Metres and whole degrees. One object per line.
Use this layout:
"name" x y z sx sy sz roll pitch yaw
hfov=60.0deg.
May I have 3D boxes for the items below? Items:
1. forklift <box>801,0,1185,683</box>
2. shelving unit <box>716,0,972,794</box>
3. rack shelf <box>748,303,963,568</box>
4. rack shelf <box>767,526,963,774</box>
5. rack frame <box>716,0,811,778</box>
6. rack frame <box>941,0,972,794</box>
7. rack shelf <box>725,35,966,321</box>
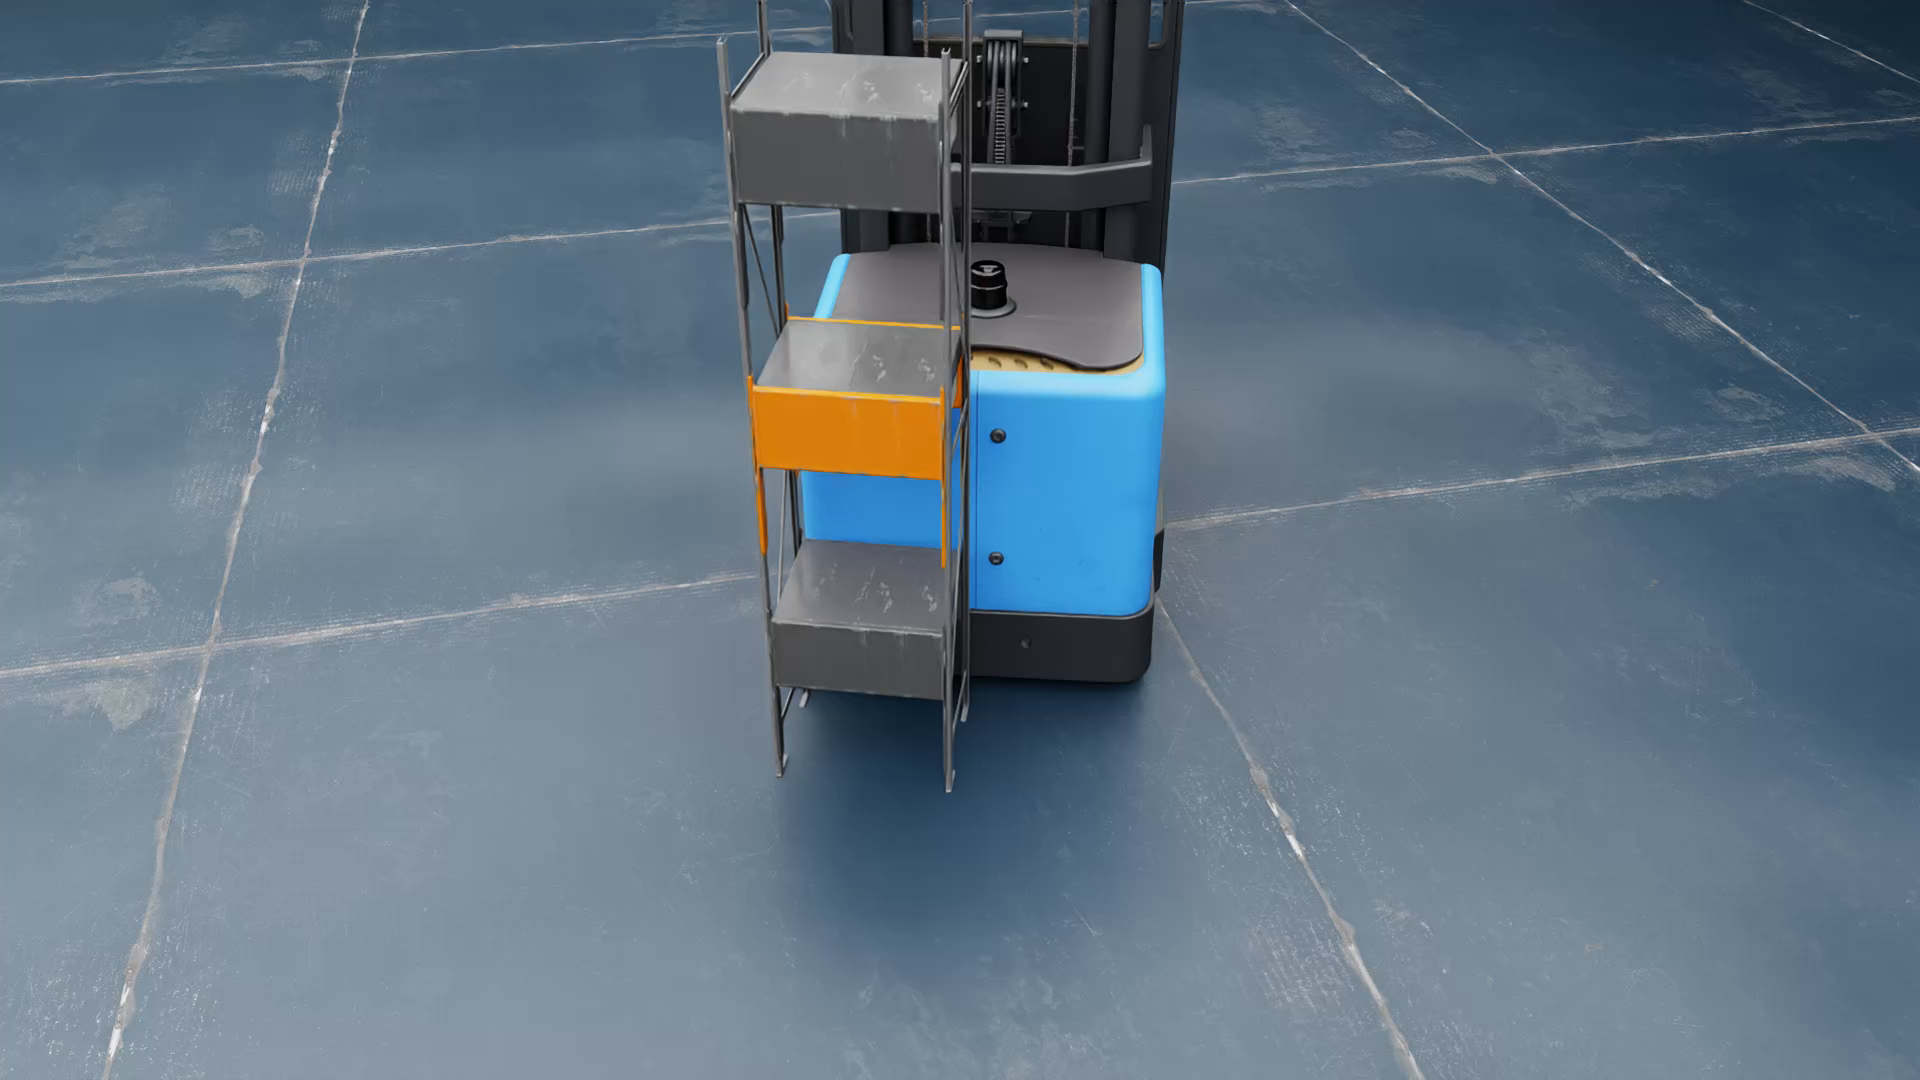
"forklift" 0.166 -1.589 5.487 1.130 2.935 3.031 3 34 4
"shelving unit" -0.248 -0.285 4.291 0.503 2.100 0.431 4 34 6
"rack shelf" -0.248 -0.274 4.298 0.480 0.518 0.431 4 34 6
"rack shelf" -0.248 0.307 4.688 0.480 0.518 0.431 4 34 6
"rack frame" -0.490 -0.304 4.318 0.015 2.100 0.400 4 34 6
"rack frame" -0.006 -0.267 4.263 0.015 2.100 0.400 4 34 6
"rack shelf" -0.248 -0.855 3.908 0.480 0.518 0.431 4 34 6
